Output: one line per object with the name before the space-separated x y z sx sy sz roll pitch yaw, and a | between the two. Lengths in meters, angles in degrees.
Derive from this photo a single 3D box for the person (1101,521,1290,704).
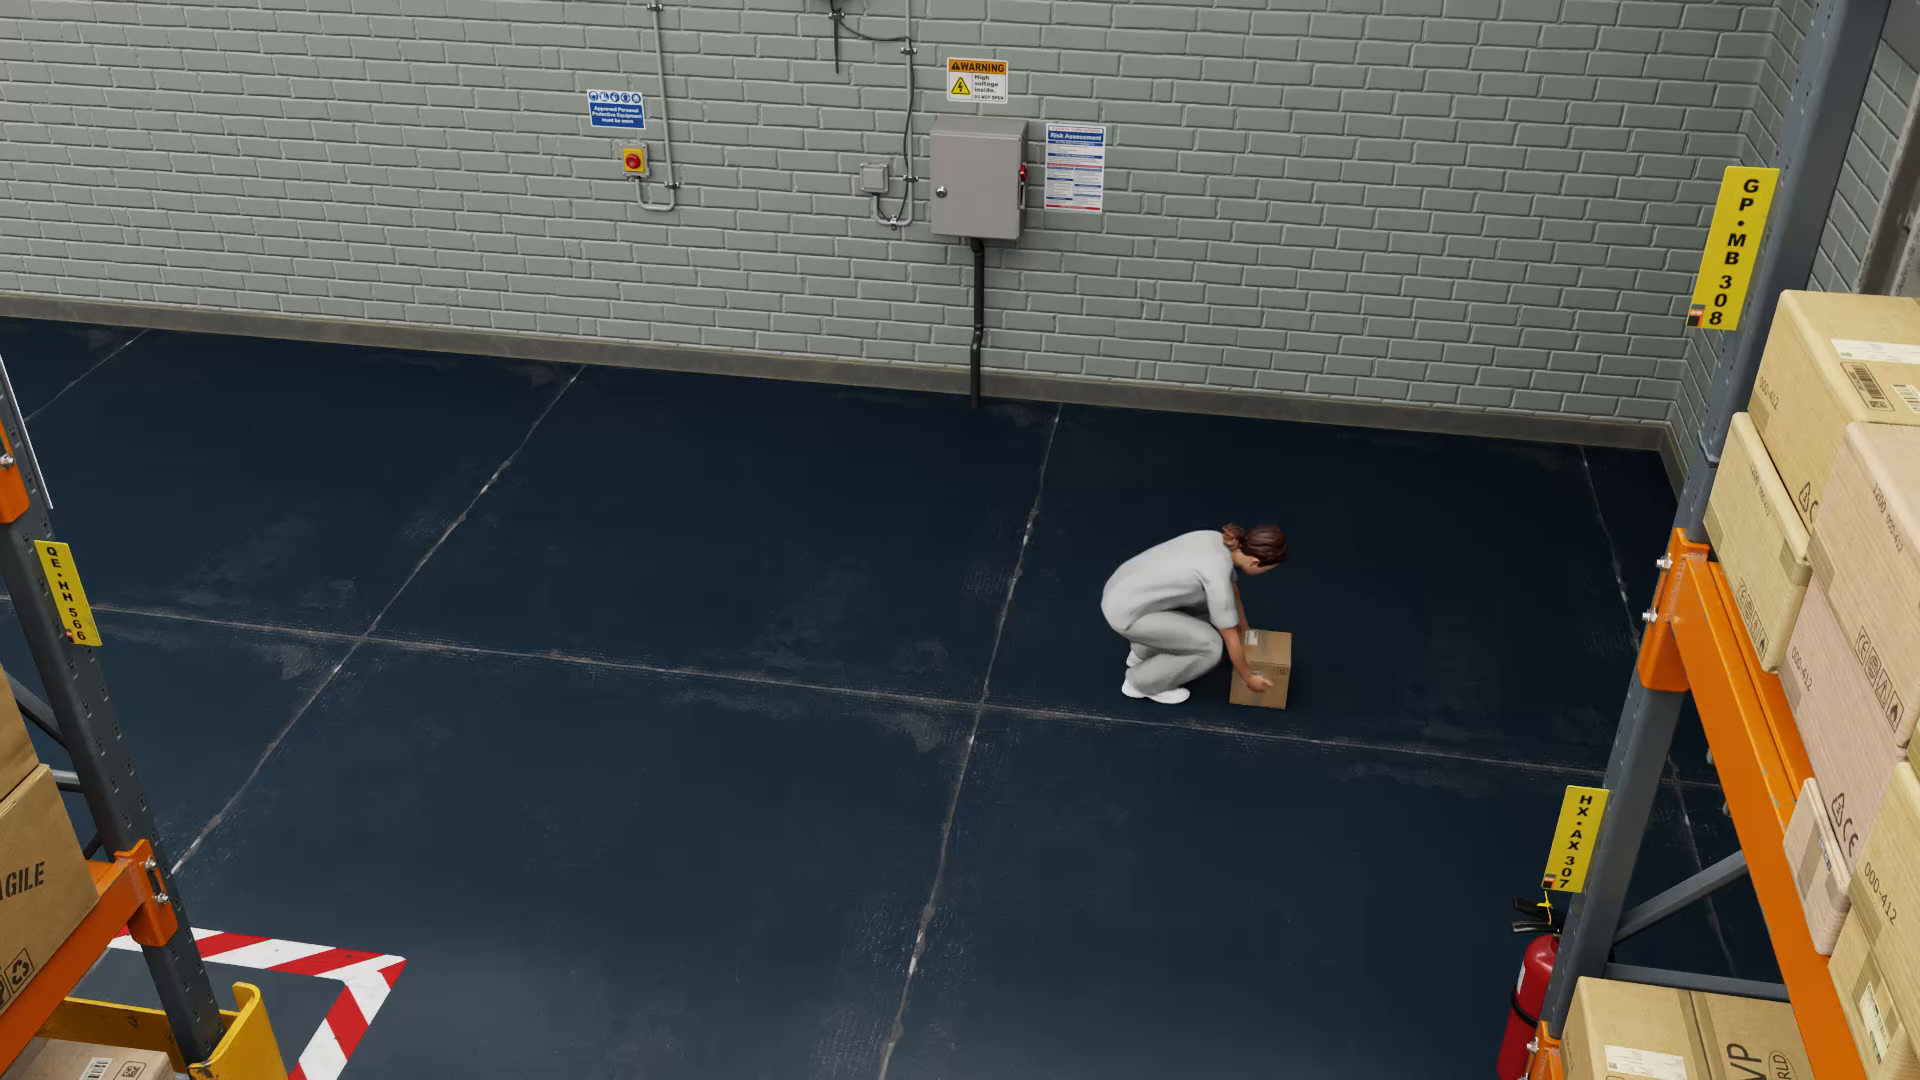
person | 1.037 0.298 7.446 0.801 0.847 0.484 5 33 8
